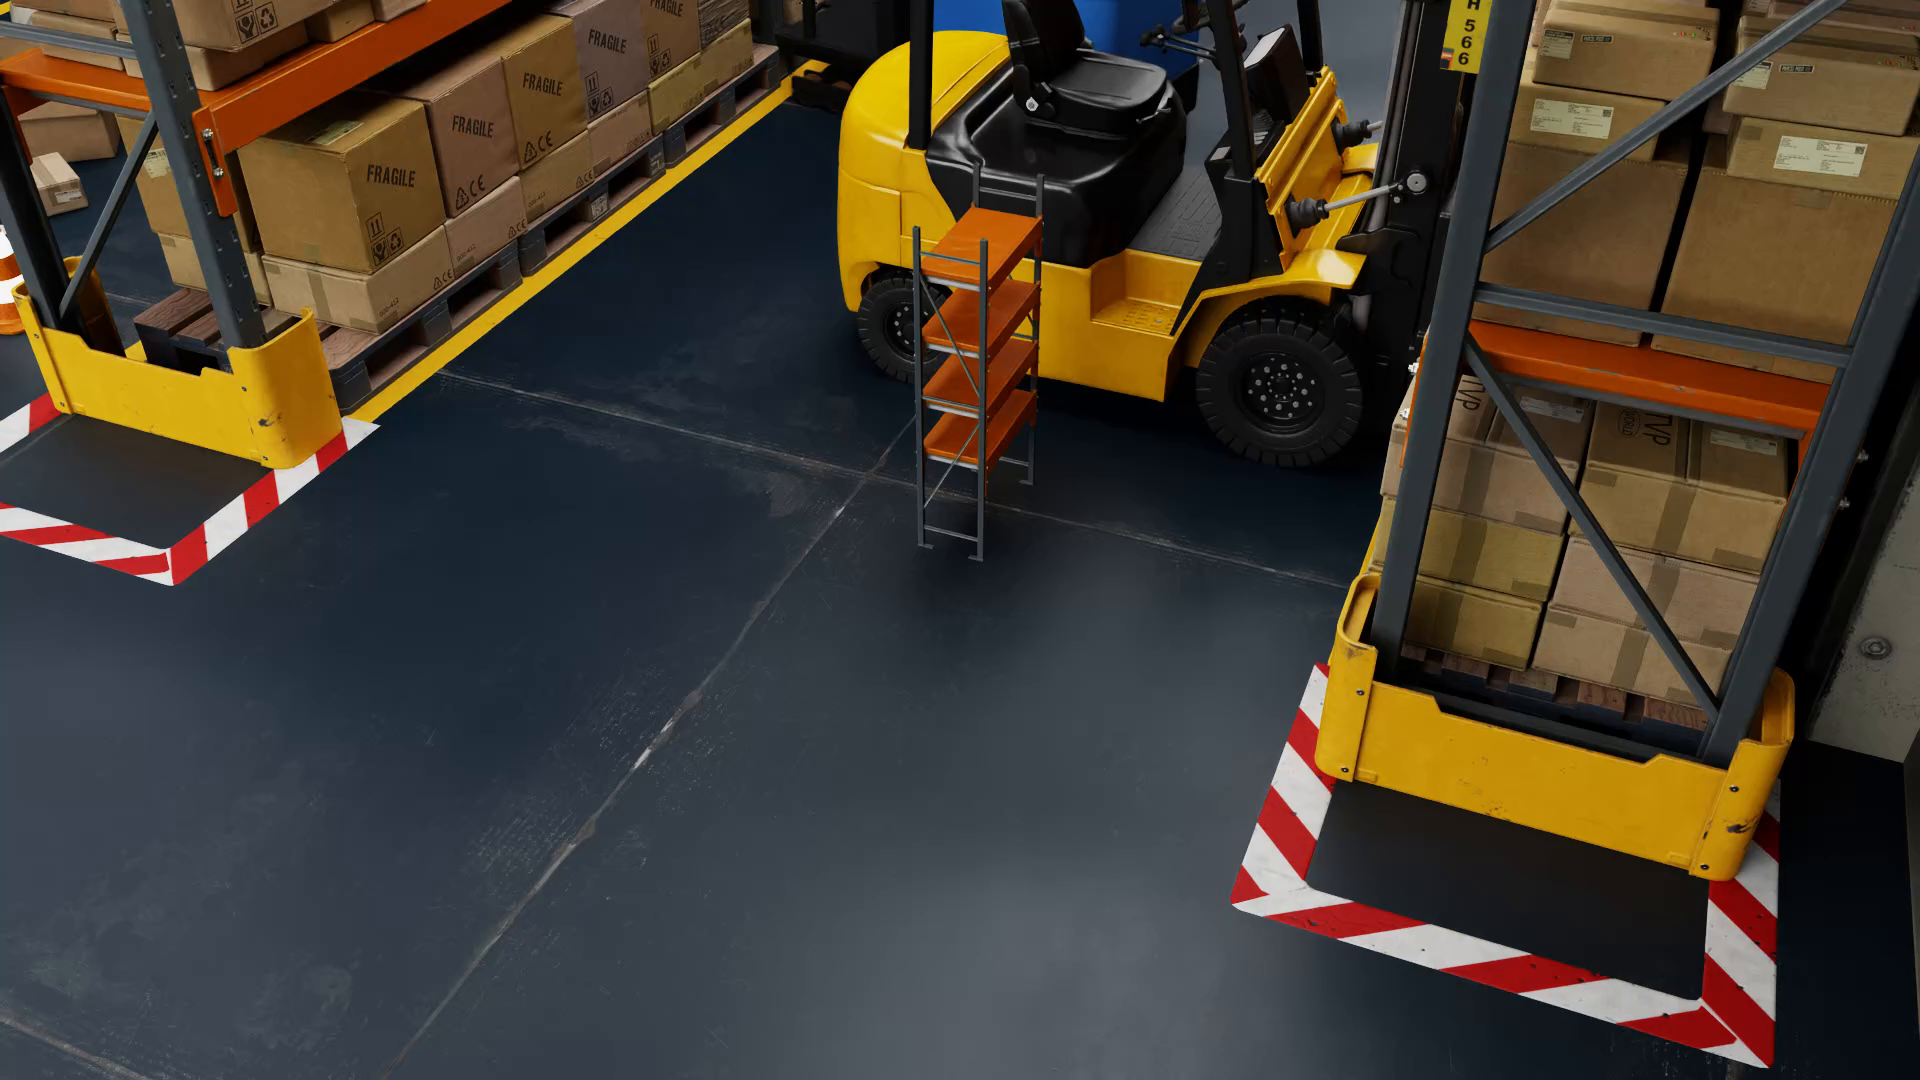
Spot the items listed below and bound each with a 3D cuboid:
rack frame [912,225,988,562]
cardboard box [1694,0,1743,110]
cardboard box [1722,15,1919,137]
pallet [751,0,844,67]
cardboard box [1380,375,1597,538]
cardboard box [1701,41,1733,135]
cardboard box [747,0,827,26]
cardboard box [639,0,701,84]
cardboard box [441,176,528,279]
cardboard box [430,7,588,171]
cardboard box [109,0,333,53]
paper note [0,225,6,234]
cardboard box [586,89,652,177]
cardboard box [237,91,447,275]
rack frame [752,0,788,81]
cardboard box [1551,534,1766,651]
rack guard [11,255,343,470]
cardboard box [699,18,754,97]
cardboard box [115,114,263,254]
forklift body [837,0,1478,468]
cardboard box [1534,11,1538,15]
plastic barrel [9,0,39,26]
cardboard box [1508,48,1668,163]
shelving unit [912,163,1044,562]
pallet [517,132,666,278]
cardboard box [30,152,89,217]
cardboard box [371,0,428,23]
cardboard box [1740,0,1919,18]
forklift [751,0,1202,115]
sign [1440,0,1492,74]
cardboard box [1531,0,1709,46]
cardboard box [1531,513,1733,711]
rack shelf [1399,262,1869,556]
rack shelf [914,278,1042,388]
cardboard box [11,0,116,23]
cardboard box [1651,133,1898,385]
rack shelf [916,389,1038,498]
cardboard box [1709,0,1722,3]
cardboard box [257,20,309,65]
[{"bbox_3d":[-0.030,-0.437,5.333,0.240,1.200,0.015,14,39,18],"label":"rack frame"},{"bbox_3d":[2.446,-1.329,4.939,0.500,0.500,0.500,13,39,17],"label":"cardboard box"},{"bbox_3d":[1.961,-1.061,3.791,0.380,0.149,0.250,13,39,17],"label":"cardboard box"},{"bbox_3d":[-1.139,-3.163,9.805,1.003,0.211,1.213,14,39,18],"label":"pallet"},{"bbox_3d":[1.523,-0.298,4.754,0.500,0.250,0.500,15,39,19],"label":"cardboard box"},{"bbox_3d":[2.040,-1.085,4.070,0.380,0.149,0.250,14,39,18],"label":"cardboard box"},{"bbox_3d":[-1.237,-3.255,9.443,0.950,0.372,0.625,14,39,18],"label":"cardboard box"},{"bbox_3d":[-1.603,-2.545,7.969,0.500,0.500,0.500,15,39,19],"label":"cardboard box"},{"bbox_3d":[-2.192,-1.365,7.017,0.500,0.250,0.500,15,39,19],"label":"cardboard box"},{"bbox_3d":[-1.992,-1.964,7.192,0.500,0.500,0.500,15,39,19],"label":"cardboard box"},{"bbox_3d":[-2.519,-1.992,5.577,0.500,0.500,0.500,13,39,17],"label":"cardboard box"},{"bbox_3d":[-4.437,-1.421,7.626,0.148,0.019,0.142,1,37,2],"label":"paper note"},{"bbox_3d":[-1.802,-1.949,7.798,0.500,0.250,0.500,14,39,18],"label":"cardboard box"},{"bbox_3d":[-2.385,-1.398,6.434,0.500,0.500,0.500,13,39,16],"label":"cardboard box"},{"bbox_3d":[-1.434,-3.848,8.393,1.000,3.000,0.127,14,39,18],"label":"rack frame"},{"bbox_3d":[2.007,0.015,4.753,0.500,0.250,0.500,15,39,19],"label":"cardboard box"},{"bbox_3d":[-2.927,-0.674,6.235,1.175,0.500,0.348,14,39,18],"label":"rack guard"},{"bbox_3d":[-1.410,-2.527,8.571,0.500,0.250,0.500,16,40,20],"label":"cardboard box"},{"bbox_3d":[-2.892,-1.504,6.576,0.500,0.500,0.500,14,39,18],"label":"cardboard box"},{"bbox_3d":[0.670,-1.631,6.135,2.313,2.155,1.214,14,39,18],"label":"forklift body"},{"bbox_3d":[1.786,-1.162,4.716,0.500,0.500,0.500,15,39,19],"label":"cardboard box"},{"bbox_3d":[-5.063,-2.910,9.290,0.421,0.421,0.512,-17,40,-22],"label":"plastic barrel"},{"bbox_3d":[1.509,-1.061,4.038,0.380,0.149,0.250,14,39,18],"label":"cardboard box"},{"bbox_3d":[0.063,-0.572,5.513,0.258,1.200,0.503,14,39,18],"label":"shelving unit"},{"bbox_3d":[-2.120,-1.674,7.813,1.003,0.211,1.213,14,39,18],"label":"pallet"},{"bbox_3d":[-4.326,-1.677,7.870,0.250,0.149,0.380,-25,43,-29],"label":"cardboard box"},{"bbox_3d":[-2.237,-2.075,6.231,0.380,0.149,0.250,14,39,18],"label":"cardboard box"},{"bbox_3d":[2.179,-1.348,4.174,0.380,0.149,0.250,15,39,19],"label":"cardboard box"},{"bbox_3d":[-0.280,-3.648,8.182,3.031,2.935,1.130,22,42,27],"label":"forklift"},{"bbox_3d":[1.139,-1.195,3.678,0.100,0.325,0.005,14,39,18],"label":"sign"},{"bbox_3d":[1.642,-1.314,4.129,0.380,0.149,0.250,14,39,18],"label":"cardboard box"},{"bbox_3d":[2.003,0.201,4.922,0.500,0.250,0.500,14,39,18],"label":"cardboard box"},{"bbox_3d":[2.397,-1.324,5.617,1.077,0.370,4.000,14,39,18],"label":"rack shelf"},{"bbox_3d":[0.063,-0.698,5.420,0.258,0.148,0.480,14,39,18],"label":"rack shelf"},{"bbox_3d":[-3.004,-2.156,5.797,0.500,0.500,0.500,13,39,17],"label":"cardboard box"},{"bbox_3d":[2.081,-0.756,4.173,0.500,0.500,0.500,15,39,19],"label":"cardboard box"},{"bbox_3d":[0.063,-0.359,5.673,0.258,0.148,0.480,14,39,18],"label":"rack shelf"},{"bbox_3d":[1.880,-1.586,4.493,0.380,0.149,0.250,14,39,18],"label":"cardboard box"},{"bbox_3d":[-2.553,-1.817,5.885,0.380,0.149,0.250,14,39,18],"label":"cardboard box"}]
